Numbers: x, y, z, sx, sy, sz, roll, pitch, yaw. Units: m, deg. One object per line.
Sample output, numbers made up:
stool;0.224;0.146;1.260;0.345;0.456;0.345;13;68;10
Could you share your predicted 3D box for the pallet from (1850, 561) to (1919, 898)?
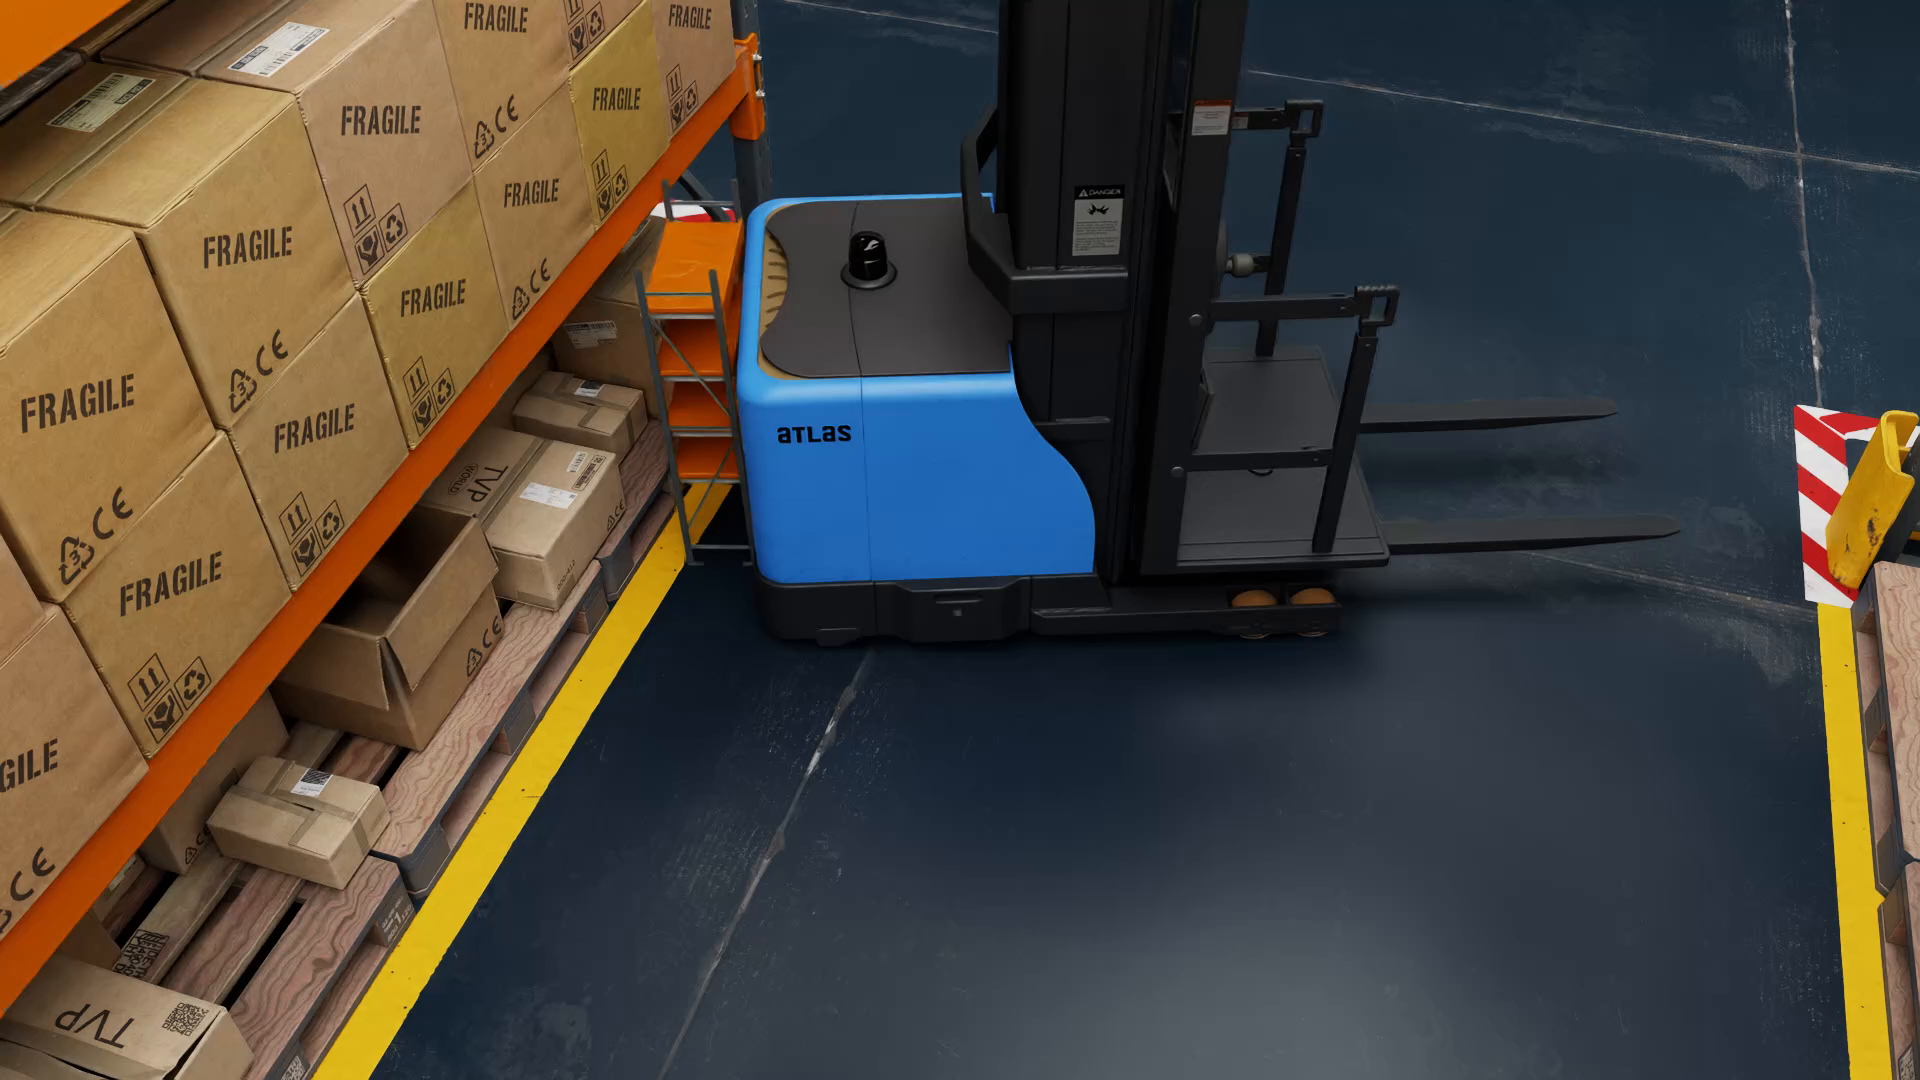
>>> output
pallet;3.257;0.642;4.943;1.003;0.211;1.213;13;46;13

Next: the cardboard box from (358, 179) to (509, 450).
cardboard box;-1.515;-0.613;4.160;0.500;0.500;0.500;12;46;12

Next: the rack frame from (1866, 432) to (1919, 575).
rack frame;3.544;-0.896;4.521;1.000;3.000;0.127;13;46;13

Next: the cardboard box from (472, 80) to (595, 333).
cardboard box;-1.362;-0.949;4.504;0.500;0.500;0.500;13;46;13

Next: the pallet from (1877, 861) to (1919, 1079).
pallet;2.886;1.453;4.114;1.003;0.211;1.213;13;46;13

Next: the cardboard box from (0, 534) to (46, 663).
cardboard box;-1.976;0.071;2.746;0.500;0.500;0.500;14;46;14

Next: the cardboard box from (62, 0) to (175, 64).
cardboard box;-2.022;-1.079;3.922;0.500;0.500;0.500;12;46;12

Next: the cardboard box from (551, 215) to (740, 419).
cardboard box;-1.106;-0.797;5.892;0.500;0.500;0.500;13;46;13

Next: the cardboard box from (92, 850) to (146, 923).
cardboard box;-2.428;0.878;4.432;0.380;0.149;0.250;13;46;13

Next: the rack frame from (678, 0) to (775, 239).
rack frame;-1.176;-1.947;5.595;1.000;3.000;0.127;13;46;13

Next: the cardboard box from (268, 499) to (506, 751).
cardboard box;-1.823;0.200;4.871;0.797;0.503;0.637;13;46;13

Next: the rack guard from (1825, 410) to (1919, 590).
rack guard;3.539;-0.021;5.414;1.175;0.500;0.348;13;46;13

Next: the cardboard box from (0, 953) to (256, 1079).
cardboard box;-2.054;1.289;3.896;0.500;0.311;0.500;13;46;13

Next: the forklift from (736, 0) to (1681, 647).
forklift;0.841;-1.096;4.774;3.031;2.935;1.130;-2;44;-2

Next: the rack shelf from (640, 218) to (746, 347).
rack shelf;-0.817;-0.802;5.145;0.258;0.148;0.480;0;44;2

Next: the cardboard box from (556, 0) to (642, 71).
cardboard box;-1.201;-1.649;4.504;0.500;0.500;0.500;14;46;14

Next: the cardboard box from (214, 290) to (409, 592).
cardboard box;-1.667;-0.274;3.814;0.500;0.500;0.500;12;46;12

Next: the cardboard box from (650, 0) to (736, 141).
cardboard box;-1.052;-1.627;5.196;0.500;0.500;0.500;14;46;14

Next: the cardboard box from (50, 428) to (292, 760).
cardboard box;-1.821;0.059;3.473;0.500;0.500;0.500;13;46;13

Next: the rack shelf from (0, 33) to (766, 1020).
rack shelf;-1.781;-0.357;4.485;1.077;0.370;4.000;13;46;13

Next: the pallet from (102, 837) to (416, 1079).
pallet;-2.178;1.258;4.314;1.003;0.211;1.213;13;46;13

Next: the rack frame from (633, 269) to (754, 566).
rack frame;-0.816;-0.350;5.242;0.240;1.200;0.015;0;44;2

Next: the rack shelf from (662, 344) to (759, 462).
rack shelf;-0.808;-0.470;5.464;0.258;0.148;0.480;0;44;2

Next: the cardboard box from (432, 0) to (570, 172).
cardboard box;-1.353;-1.302;4.150;0.500;0.500;0.500;14;46;14

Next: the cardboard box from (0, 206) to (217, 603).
cardboard box;-1.820;-0.273;3.098;0.500;0.500;0.500;11;45;11

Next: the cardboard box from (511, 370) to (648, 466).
cardboard box;-1.314;-0.427;5.752;0.380;0.166;0.250;13;46;13

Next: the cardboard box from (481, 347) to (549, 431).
cardboard box;-1.762;-0.486;5.754;0.500;0.250;0.500;13;46;13

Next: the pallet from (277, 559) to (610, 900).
pallet;-1.811;0.442;5.147;1.003;0.211;1.213;13;46;13

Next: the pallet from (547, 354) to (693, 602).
pallet;-1.439;-0.368;5.976;1.003;0.211;1.213;13;46;13

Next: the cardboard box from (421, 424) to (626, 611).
cardboard box;-1.422;-0.080;5.339;0.500;0.250;0.500;13;46;13

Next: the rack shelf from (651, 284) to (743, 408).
rack shelf;-0.812;-0.632;5.309;0.258;0.148;0.480;0;44;2

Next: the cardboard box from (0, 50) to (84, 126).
cardboard box;-2.175;-0.744;3.579;0.500;0.500;0.500;13;46;13

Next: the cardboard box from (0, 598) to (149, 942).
cardboard box;-1.973;0.401;3.124;0.500;0.500;0.500;14;46;14

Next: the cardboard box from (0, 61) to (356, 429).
cardboard box;-1.664;-0.615;3.448;0.500;0.500;0.500;11;46;11

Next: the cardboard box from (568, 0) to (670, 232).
cardboard box;-1.206;-1.280;4.842;0.500;0.500;0.500;13;46;13

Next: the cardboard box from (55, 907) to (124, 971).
cardboard box;-2.485;1.015;4.041;0.500;0.500;0.500;13;46;13

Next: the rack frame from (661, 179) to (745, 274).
rack frame;-0.802;-0.688;5.593;0.240;1.200;0.015;0;44;2

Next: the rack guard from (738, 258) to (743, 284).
rack guard;-1.199;-1.003;6.418;1.175;0.500;0.348;13;46;13

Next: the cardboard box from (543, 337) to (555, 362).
cardboard box;-1.706;-0.719;6.051;0.380;0.166;0.250;13;46;13

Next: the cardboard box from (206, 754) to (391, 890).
cardboard box;-1.801;0.762;4.538;0.380;0.166;0.250;13;46;13

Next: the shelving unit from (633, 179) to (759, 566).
shelving unit;-0.809;-0.519;5.418;0.258;1.200;0.503;0;44;2

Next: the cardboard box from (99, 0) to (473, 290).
cardboard box;-1.509;-0.960;3.800;0.500;0.500;0.500;14;46;14

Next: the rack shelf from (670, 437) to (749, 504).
rack shelf;-0.804;-0.327;5.602;0.258;0.148;0.480;0;44;2

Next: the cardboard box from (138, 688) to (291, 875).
cardboard box;-2.258;0.583;4.618;0.500;0.311;0.500;13;46;13
